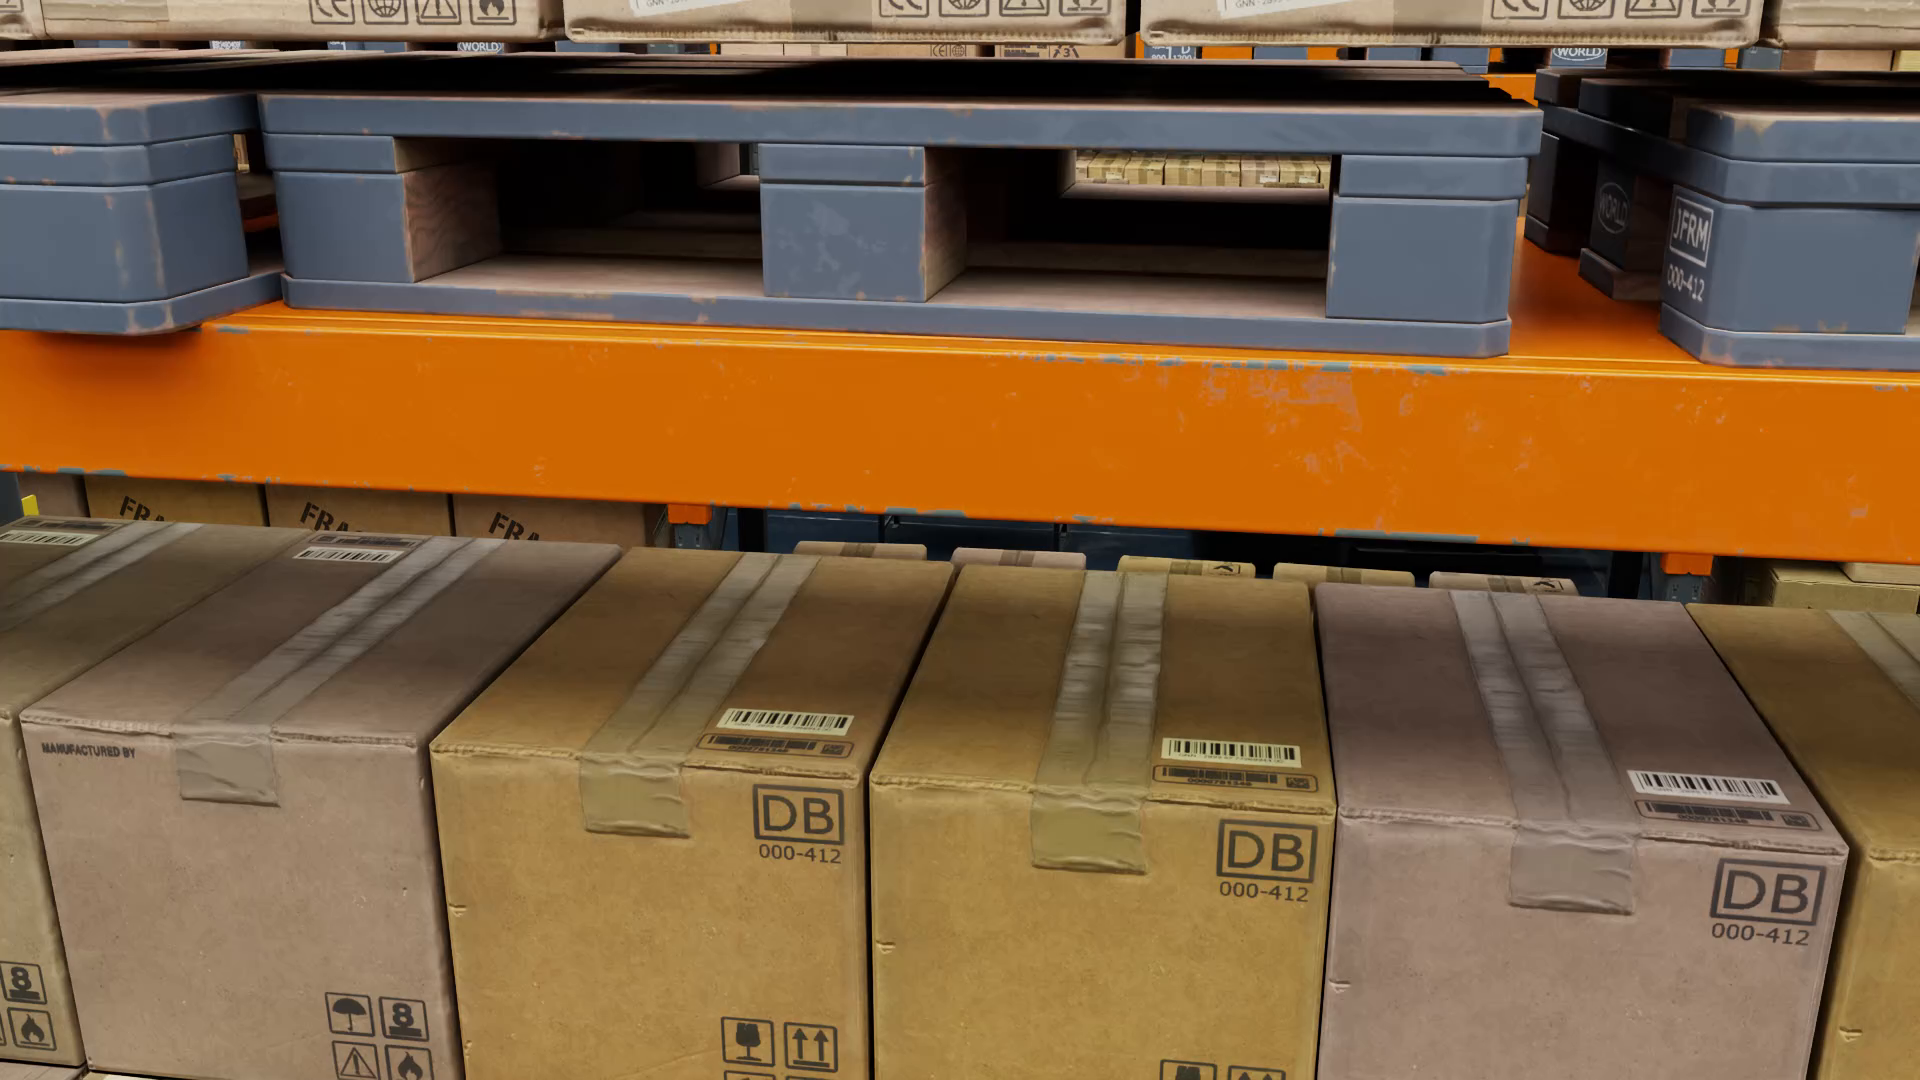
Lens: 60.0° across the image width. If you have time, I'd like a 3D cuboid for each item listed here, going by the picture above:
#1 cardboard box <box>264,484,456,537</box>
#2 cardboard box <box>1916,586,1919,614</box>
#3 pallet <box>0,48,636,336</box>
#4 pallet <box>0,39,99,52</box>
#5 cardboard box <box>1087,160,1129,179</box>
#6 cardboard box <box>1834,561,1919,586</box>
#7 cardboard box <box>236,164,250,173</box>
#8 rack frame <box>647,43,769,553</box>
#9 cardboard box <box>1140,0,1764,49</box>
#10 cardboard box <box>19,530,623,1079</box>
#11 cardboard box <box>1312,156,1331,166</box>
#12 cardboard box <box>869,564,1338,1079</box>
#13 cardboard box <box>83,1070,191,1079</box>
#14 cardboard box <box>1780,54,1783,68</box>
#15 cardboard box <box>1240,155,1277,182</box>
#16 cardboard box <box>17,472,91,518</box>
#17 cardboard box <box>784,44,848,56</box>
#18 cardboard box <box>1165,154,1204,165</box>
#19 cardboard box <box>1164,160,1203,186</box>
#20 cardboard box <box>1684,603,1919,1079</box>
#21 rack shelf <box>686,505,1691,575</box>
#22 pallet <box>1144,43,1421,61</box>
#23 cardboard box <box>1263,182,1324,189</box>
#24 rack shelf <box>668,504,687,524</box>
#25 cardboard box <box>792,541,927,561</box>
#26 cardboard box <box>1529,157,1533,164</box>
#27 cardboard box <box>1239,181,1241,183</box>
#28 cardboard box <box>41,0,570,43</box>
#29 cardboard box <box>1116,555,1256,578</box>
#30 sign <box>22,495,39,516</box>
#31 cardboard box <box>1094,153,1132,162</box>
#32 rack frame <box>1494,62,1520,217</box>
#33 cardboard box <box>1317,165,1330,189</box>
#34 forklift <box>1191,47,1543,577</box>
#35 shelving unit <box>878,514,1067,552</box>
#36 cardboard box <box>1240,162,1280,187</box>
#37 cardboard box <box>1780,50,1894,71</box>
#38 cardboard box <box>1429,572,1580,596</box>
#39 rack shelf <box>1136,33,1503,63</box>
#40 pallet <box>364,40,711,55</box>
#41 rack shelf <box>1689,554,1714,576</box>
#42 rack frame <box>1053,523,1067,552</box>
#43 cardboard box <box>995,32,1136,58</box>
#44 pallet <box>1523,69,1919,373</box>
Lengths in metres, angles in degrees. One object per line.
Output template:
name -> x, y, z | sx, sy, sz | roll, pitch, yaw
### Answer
cardboard box -> -2.617, -0.043, 7.891 | 0.875, 0.875, 0.875 | 3, 19, 9
cardboard box -> 3.952, 0.344, 6.539 | 0.500, 0.500, 0.500 | 4, 19, 11
pallet -> -1.109, -0.506, 2.158 | 1.003, 0.211, 1.213 | 4, 19, 11
pallet -> -4.104, -2.247, 7.365 | 1.217, 0.209, 0.805 | 2, 19, 6
cardboard box -> 1.018, -2.516, 11.415 | 0.250, 0.149, 0.380 | 3, 19, 9
cardboard box -> 3.535, 0.038, 6.430 | 0.250, 0.149, 0.380 | 3, 19, 9
cardboard box -> -3.527, -1.468, 7.730 | 0.500, 0.500, 0.500 | 3, 19, 10
rack frame -> -1.068, -0.744, 7.301 | 0.127, 3.000, 1.000 | 3, 19, 9
cardboard box -> 0.430, -0.633, 1.562 | 0.500, 0.311, 0.500 | 2, 19, 7
cardboard box -> -0.812, 0.341, 2.324 | 0.500, 0.500, 0.700 | 3, 19, 8
cardboard box -> 2.593, -2.587, 11.629 | 0.250, 0.149, 0.380 | 3, 19, 8
cardboard box -> 0.199, 0.391, 2.173 | 0.500, 0.500, 0.700 | 3, 19, 8
cardboard box -> -0.850, 0.896, 2.241 | 0.500, 0.500, 0.500 | 3, 19, 8
cardboard box -> 3.242, -1.926, 6.501 | 0.250, 0.149, 0.380 | 3, 19, 9
cardboard box -> 2.102, -2.619, 11.723 | 0.250, 0.149, 0.380 | 3, 19, 8
cardboard box -> -4.393, -0.131, 8.154 | 0.875, 0.875, 0.875 | 4, 19, 10
cardboard box -> -0.532, -2.021, 6.601 | 0.258, 0.266, 0.396 | 3, 19, 9
cardboard box -> 1.588, -2.631, 11.758 | 0.250, 0.149, 0.380 | 3, 19, 10
cardboard box -> 1.532, -2.502, 11.373 | 0.250, 0.149, 0.380 | 3, 19, 9
cardboard box -> 1.197, 0.443, 2.019 | 0.500, 0.500, 0.700 | 3, 19, 8
rack shelf -> 0.907, -0.303, 7.114 | 4.000, 0.370, 1.077 | 3, 19, 9
pallet -> 1.264, -1.992, 6.599 | 1.003, 0.211, 1.213 | 3, 19, 9
cardboard box -> 1.384, -1.395, 6.935 | 0.250, 0.149, 0.380 | 4, 19, 12
rack shelf -> -3.043, -0.504, 7.716 | 4.000, 0.370, 1.077 | 3, 19, 9
cardboard box -> -0.512, 0.334, 7.557 | 0.625, 0.372, 0.950 | 2, 19, 5
cardboard box -> 4.028, -2.673, 11.416 | 0.250, 0.149, 0.380 | 3, 19, 9
cardboard box -> 2.205, -2.428, 11.781 | 0.500, 0.250, 0.500 | 2, 19, 7
cardboard box -> -0.579, -0.656, 1.726 | 0.500, 0.250, 0.500 | 3, 19, 10
cardboard box -> 0.966, 0.409, 7.334 | 0.625, 0.372, 0.950 | 4, 19, 10
sign -> -1.669, 0.088, 2.987 | 0.005, 0.325, 0.100 | 3, 19, 9
cardboard box -> 1.090, -2.663, 11.856 | 0.250, 0.149, 0.380 | 3, 19, 8
rack frame -> 3.665, -2.098, 11.347 | 0.127, 3.000, 1.000 | 3, 19, 9
cardboard box -> 2.521, -2.409, 11.095 | 0.250, 0.149, 0.380 | 2, 19, 7
forklift -> 2.861, -1.339, 9.184 | 3.031, 2.935, 1.130 | 1, 19, 4
shelving unit -> 0.084, -0.707, 9.552 | 1.048, 1.500, 0.538 | 3, 19, 9
cardboard box -> 2.026, -2.456, 11.236 | 0.250, 0.149, 0.380 | 3, 19, 9
cardboard box -> 3.153, -1.753, 5.984 | 0.250, 0.149, 0.380 | 3, 19, 8
cardboard box -> 2.363, 0.478, 7.126 | 0.625, 0.372, 0.950 | 3, 19, 9
rack shelf -> 1.690, -3.280, 11.286 | 4.000, 0.370, 1.077 | 3, 19, 9
pallet -> -1.712, -2.093, 6.902 | 1.003, 0.211, 1.213 | 4, 19, 11
rack shelf -> 4.856, -0.101, 6.512 | 4.000, 0.370, 1.077 | 3, 19, 9
rack frame -> 0.586, -0.681, 9.476 | 0.032, 1.500, 0.500 | 3, 19, 9
cardboard box -> 0.443, -2.148, 6.606 | 0.637, 0.503, 0.797 | 3, 19, 9
pallet -> 1.283, -0.350, 1.695 | 1.217, 0.209, 0.805 | 2, 19, 6
